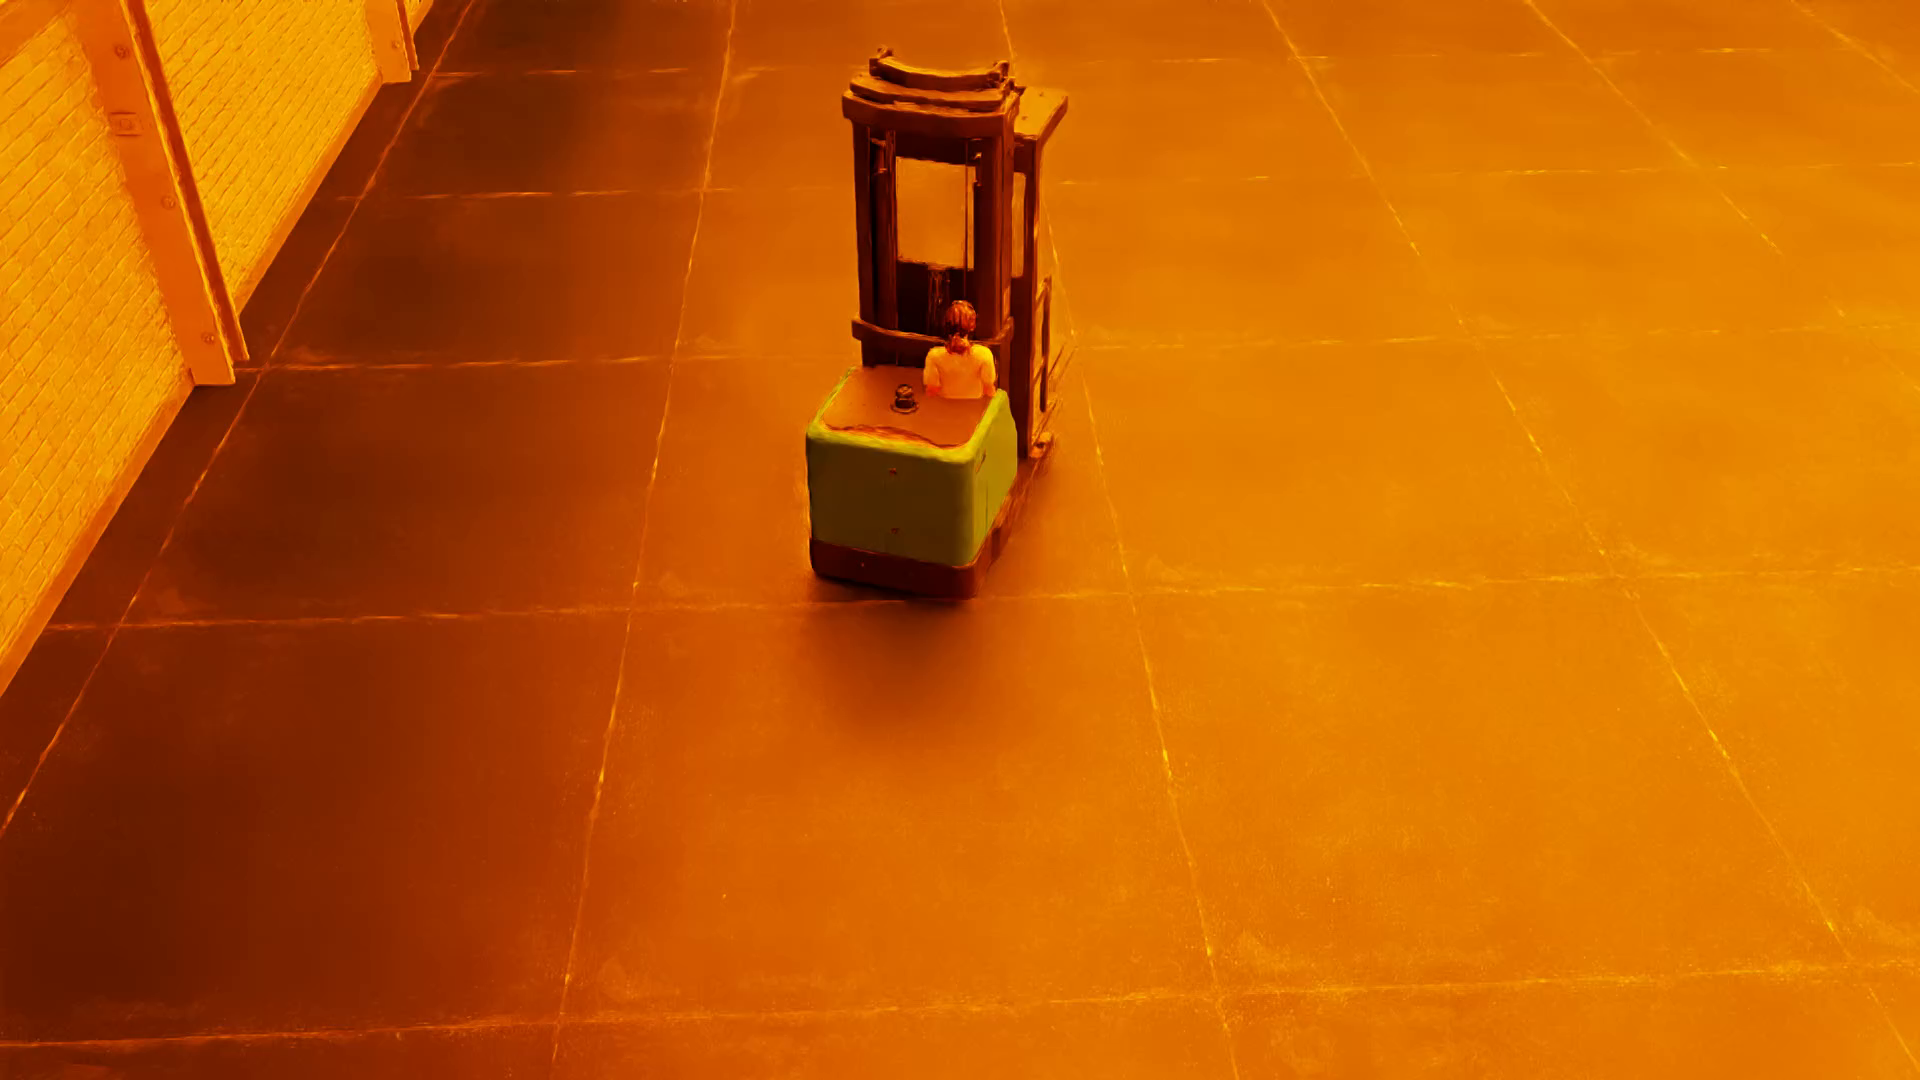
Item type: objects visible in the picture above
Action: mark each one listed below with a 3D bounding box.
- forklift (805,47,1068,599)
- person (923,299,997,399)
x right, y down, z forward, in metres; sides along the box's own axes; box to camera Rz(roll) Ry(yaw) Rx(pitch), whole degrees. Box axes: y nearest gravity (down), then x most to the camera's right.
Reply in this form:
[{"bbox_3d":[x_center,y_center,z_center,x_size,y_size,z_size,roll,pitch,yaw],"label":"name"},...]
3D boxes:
[{"bbox_3d":[0.005,-1.700,10.345,1.130,2.935,3.031,10,37,14],"label":"forklift"},{"bbox_3d":[-0.004,-0.723,10.046,0.432,1.673,0.465,-2,36,-2],"label":"person"}]
